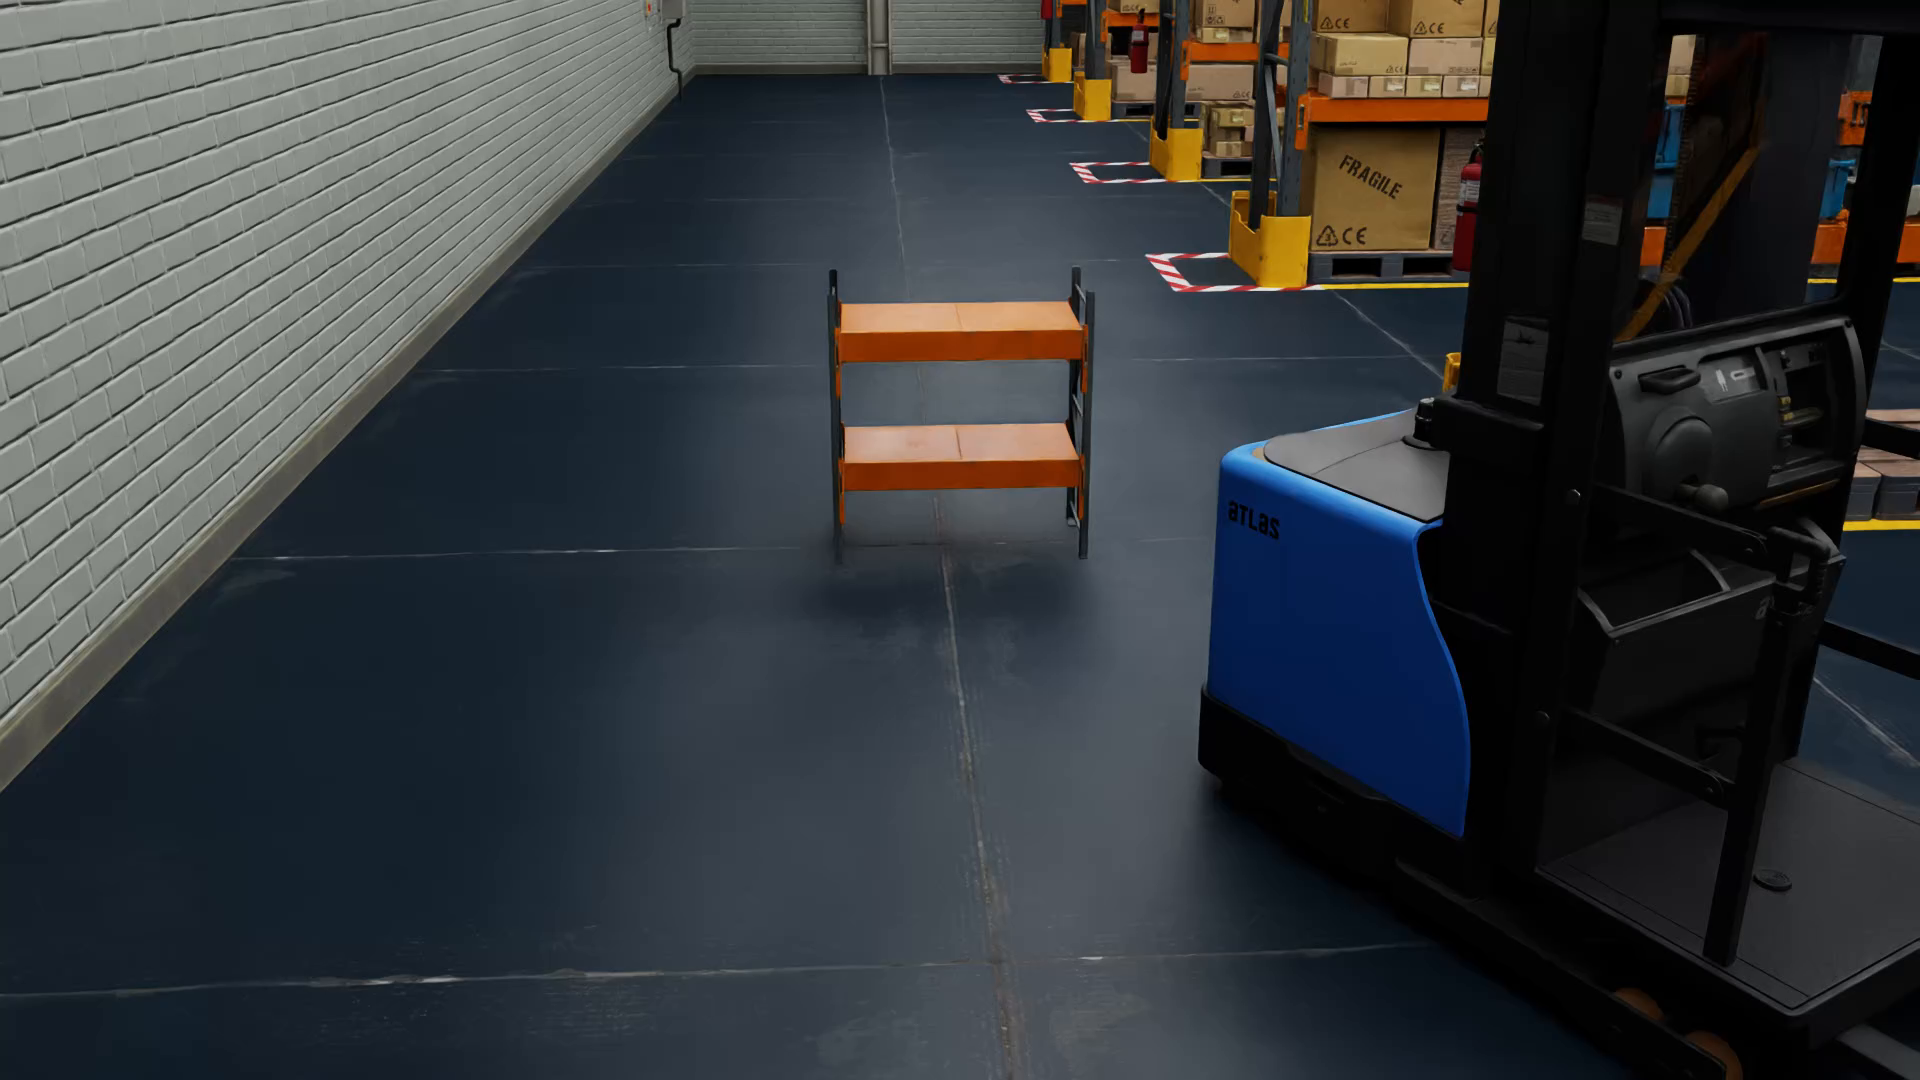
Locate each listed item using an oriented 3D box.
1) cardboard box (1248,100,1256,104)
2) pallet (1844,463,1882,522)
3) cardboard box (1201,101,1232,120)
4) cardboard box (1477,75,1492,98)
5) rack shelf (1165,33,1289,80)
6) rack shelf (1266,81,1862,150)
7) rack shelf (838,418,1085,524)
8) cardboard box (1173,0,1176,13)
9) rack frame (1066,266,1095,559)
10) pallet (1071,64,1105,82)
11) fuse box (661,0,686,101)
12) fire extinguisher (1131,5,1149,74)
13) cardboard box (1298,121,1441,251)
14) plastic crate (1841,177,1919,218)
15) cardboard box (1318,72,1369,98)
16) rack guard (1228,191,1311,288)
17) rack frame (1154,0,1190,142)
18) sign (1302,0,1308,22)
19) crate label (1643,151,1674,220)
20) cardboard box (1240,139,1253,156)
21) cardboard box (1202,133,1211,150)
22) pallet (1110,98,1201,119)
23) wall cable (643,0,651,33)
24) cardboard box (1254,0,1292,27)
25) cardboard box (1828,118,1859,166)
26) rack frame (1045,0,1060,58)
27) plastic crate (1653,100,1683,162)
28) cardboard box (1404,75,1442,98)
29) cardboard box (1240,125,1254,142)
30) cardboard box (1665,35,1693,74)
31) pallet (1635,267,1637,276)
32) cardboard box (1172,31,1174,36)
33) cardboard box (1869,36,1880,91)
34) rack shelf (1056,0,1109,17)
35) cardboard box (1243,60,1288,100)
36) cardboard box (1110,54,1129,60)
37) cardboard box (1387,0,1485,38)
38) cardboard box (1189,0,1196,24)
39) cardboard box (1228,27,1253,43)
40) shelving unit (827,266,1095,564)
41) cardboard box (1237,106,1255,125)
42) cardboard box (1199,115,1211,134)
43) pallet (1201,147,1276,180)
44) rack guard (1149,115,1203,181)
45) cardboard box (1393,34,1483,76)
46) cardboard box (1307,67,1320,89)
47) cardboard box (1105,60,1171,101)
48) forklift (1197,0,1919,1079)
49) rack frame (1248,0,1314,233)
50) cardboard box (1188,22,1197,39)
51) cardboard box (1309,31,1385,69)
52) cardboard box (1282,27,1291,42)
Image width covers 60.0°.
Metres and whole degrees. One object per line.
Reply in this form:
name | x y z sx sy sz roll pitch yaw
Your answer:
cardboard box | 3.137 -4.448 17.170 0.250 0.149 0.380 -2 21 -4
pallet | 3.408 -0.347 7.736 1.213 0.211 1.003 -1 21 -3
cardboard box | 2.631 -4.413 17.078 0.250 0.149 0.380 -1 21 -2
cardboard box | 3.698 -3.201 11.665 0.250 0.149 0.380 -2 21 -4
rack shelf | 4.114 -4.875 16.721 4.000 0.370 1.077 -1 21 -3
rack shelf | 4.296 -3.111 12.088 4.000 0.370 1.077 -1 21 -3
rack shelf | -0.007 -0.297 7.007 1.000 0.278 0.538 -1 21 -3
cardboard box | 2.733 -6.902 20.892 0.500 0.500 0.500 -1 21 -4
rack frame | 0.501 -0.536 6.948 0.032 1.125 0.500 -1 21 -3
pallet | 2.318 -7.405 26.274 1.213 0.211 1.003 -1 21 -3
fuse box | -3.869 -6.951 22.974 0.414 1.711 0.539 -1 21 -3
fire extinguisher | 1.839 -5.119 16.984 0.183 0.674 0.296 -1 21 -3
cardboard box | 2.934 -2.651 12.265 0.875 0.875 0.875 -1 21 -3
plastic crate | 3.850 -1.431 6.950 0.298 0.136 0.250 -1 21 -3
cardboard box | 2.673 -3.179 11.609 0.250 0.149 0.380 -1 21 -2
rack guard | 2.275 -2.238 12.297 0.348 0.500 1.175 -1 21 -3
rack frame | 2.117 -5.171 16.486 0.127 3.000 1.000 -1 21 -3
sign | 2.325 -3.651 11.167 0.005 0.325 0.100 -1 21 -3
crate label | 2.847 -1.485 6.957 0.303 0.233 0.416 -1 21 -3
cardboard box | 2.915 -3.966 16.738 0.250 0.149 0.380 -1 21 -3
cardboard box | 2.631 -4.119 17.141 0.250 0.149 0.380 -1 21 -2
pallet | 2.527 -5.668 21.711 1.213 0.211 1.003 -1 21 -3
wall cable | -3.895 -7.294 20.590 0.123 1.953 0.585 -1 21 -3
cardboard box | 3.114 -5.287 16.234 0.500 0.500 0.500 -1 21 -3
cardboard box | 6.931 -2.711 12.423 0.875 0.875 1.225 -1 21 -3
rack frame | 1.447 -8.690 25.730 0.127 3.000 1.000 -1 21 -3
plastic crate | 2.906 -1.765 7.407 0.499 0.435 0.616 -1 21 -3
cardboard box | 3.184 -3.190 11.638 0.250 0.149 0.380 -2 21 -4
cardboard box | 2.931 -4.079 16.616 0.250 0.149 0.380 -1 21 -3
cardboard box | 4.841 -3.433 11.714 0.500 0.250 0.500 -1 21 -2
pallet | 4.308 -2.171 12.527 1.213 0.211 1.003 -1 21 -3
cardboard box | 3.452 -7.676 25.989 0.500 0.500 0.500 -1 21 -2
cardboard box | 6.766 -3.455 11.840 0.500 0.500 0.500 -1 21 -3
rack shelf | 3.443 -8.395 25.965 4.000 0.370 1.077 -1 21 -3
cardboard box | 4.200 -6.014 21.712 0.875 0.438 0.875 -2 21 -5
cardboard box | 2.489 -7.528 26.094 0.250 0.149 0.380 -2 21 -5
cardboard box | 3.293 -3.750 11.494 0.500 0.500 0.500 -2 21 -4
cardboard box | 2.551 -5.457 16.680 0.500 0.500 0.500 -1 21 -2
cardboard box | 2.711 -4.963 16.295 0.250 0.149 0.380 0 21 -1
shelving unit | -0.007 -0.526 6.920 1.048 1.125 0.538 -1 21 -3
cardboard box | 2.928 -4.251 16.651 0.250 0.149 0.380 -1 21 -2
cardboard box | 2.628 -4.286 17.160 0.250 0.149 0.380 -2 21 -5
pallet | 3.006 -3.873 16.997 1.213 0.211 1.003 -1 21 -3
rack guard | 2.193 -4.004 16.935 0.348 0.500 1.175 -1 21 -3
cardboard box | 3.313 -3.402 11.634 0.500 0.250 0.500 -1 21 -4
cardboard box | 2.636 -3.413 12.224 0.250 0.149 0.380 -1 21 -2
cardboard box | 2.387 -5.975 21.609 0.875 0.438 0.875 -2 21 -5
forklift | 1.949 -0.280 3.737 1.130 2.935 3.031 -13 24 -30
rack frame | 2.299 -3.407 11.853 0.127 3.000 1.000 -1 21 -3
cardboard box | 2.426 -5.160 16.812 0.250 0.149 0.380 -1 21 -3
cardboard box | 2.768 -3.580 12.100 0.500 0.250 0.500 -1 21 -4
cardboard box | 3.234 -5.004 16.401 0.250 0.149 0.380 0 21 -1
